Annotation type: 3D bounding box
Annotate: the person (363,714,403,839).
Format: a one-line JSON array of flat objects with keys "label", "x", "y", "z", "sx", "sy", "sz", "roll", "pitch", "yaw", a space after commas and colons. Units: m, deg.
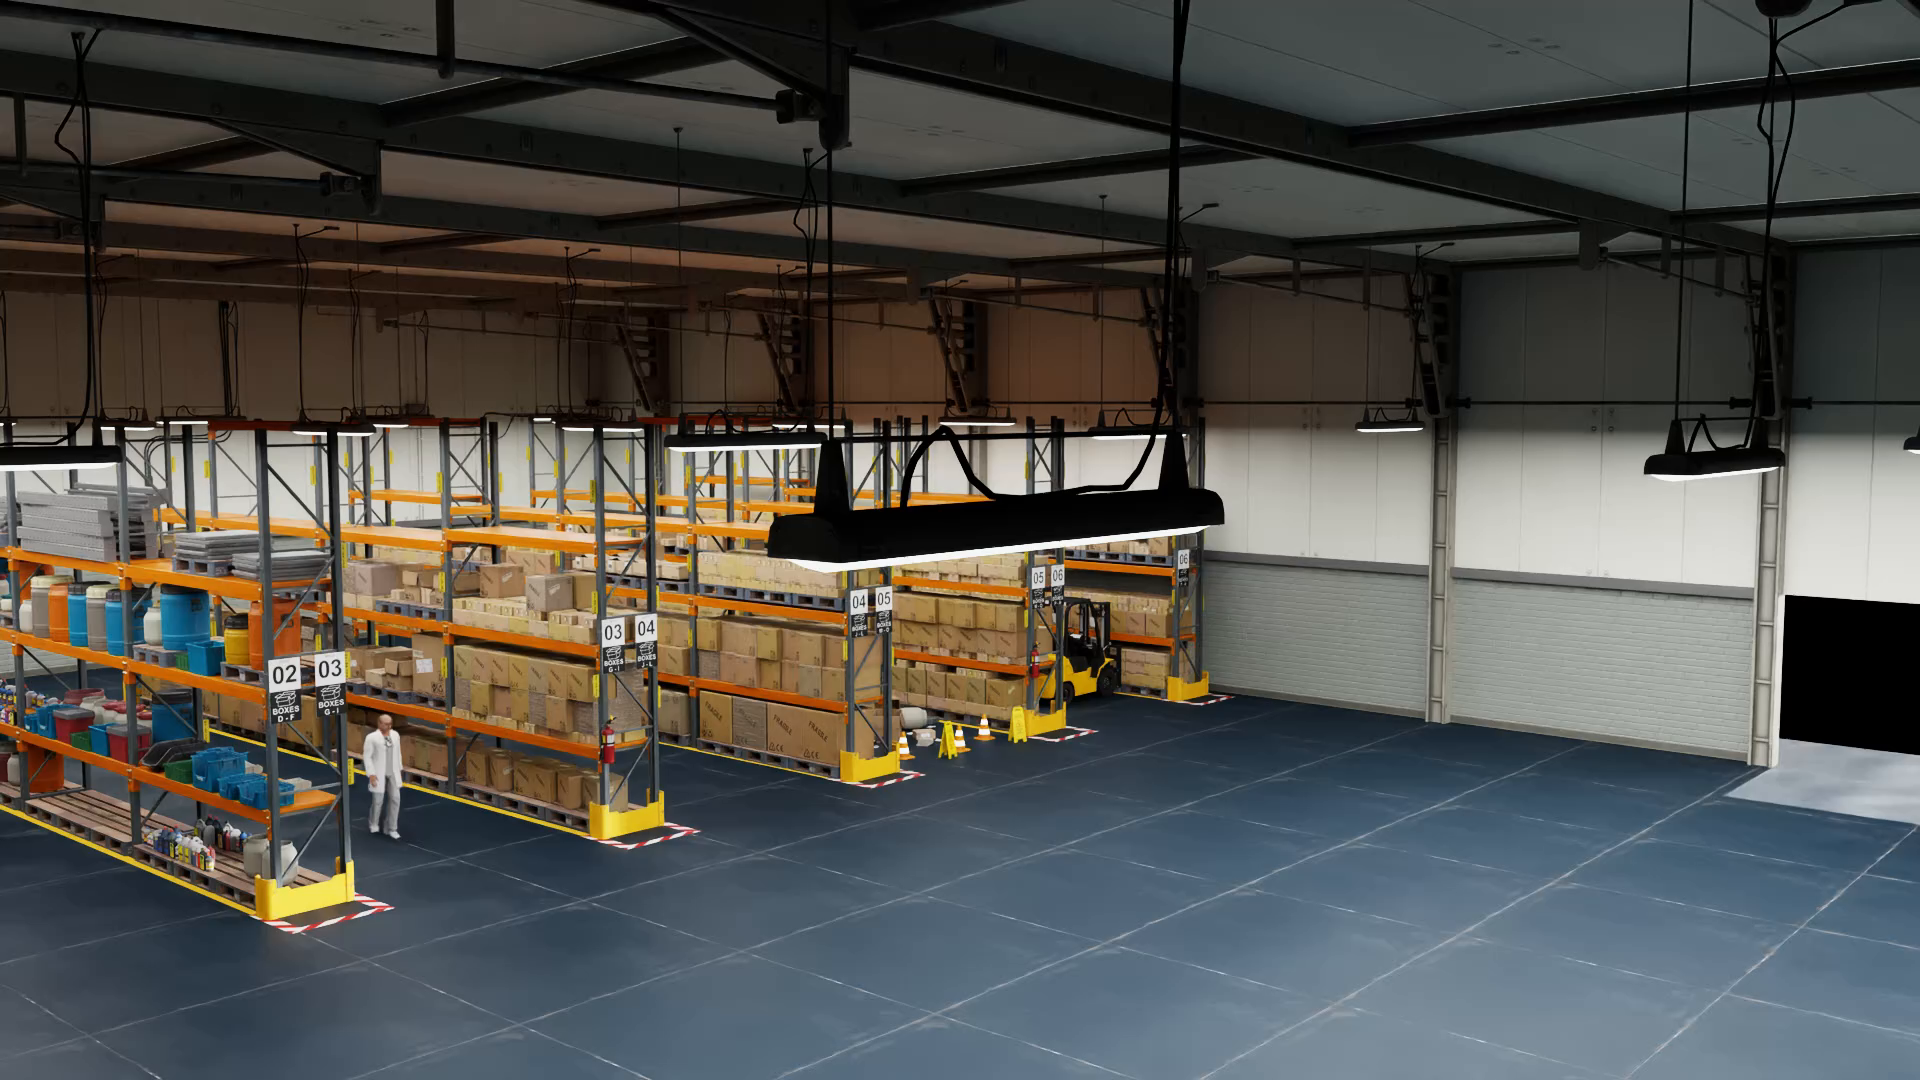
[{"label": "person", "x": -8.405, "y": 3.517, "z": 24.334, "sx": 0.727, "sy": 1.709, "sz": 0.654, "roll": 4, "pitch": 7, "yaw": 43}]
